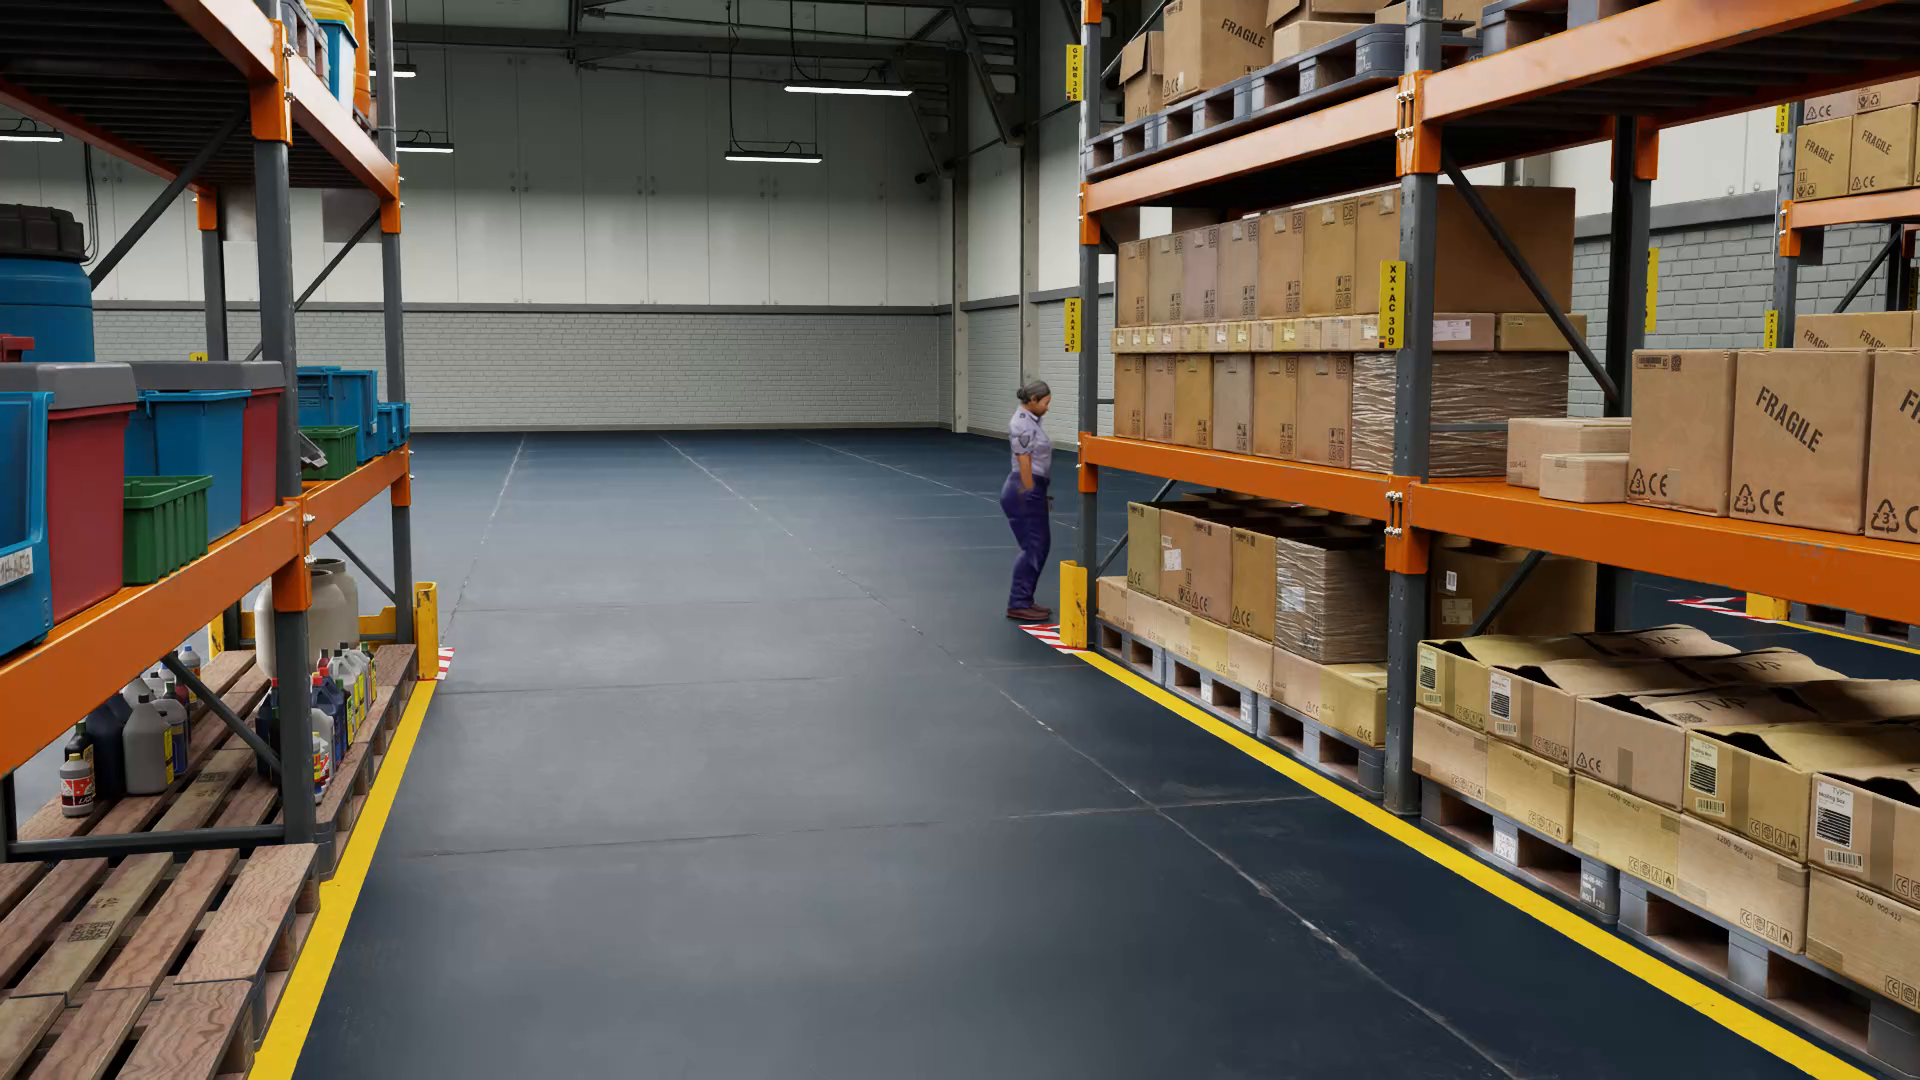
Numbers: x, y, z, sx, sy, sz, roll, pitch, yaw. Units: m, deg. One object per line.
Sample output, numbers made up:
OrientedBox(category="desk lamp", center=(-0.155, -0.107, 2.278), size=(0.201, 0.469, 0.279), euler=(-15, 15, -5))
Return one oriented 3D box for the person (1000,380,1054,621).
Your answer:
OrientedBox(category="person", center=(0.464, -0.278, 11.429), size=(0.349, 1.631, 0.483), euler=(1, 6, 8))
